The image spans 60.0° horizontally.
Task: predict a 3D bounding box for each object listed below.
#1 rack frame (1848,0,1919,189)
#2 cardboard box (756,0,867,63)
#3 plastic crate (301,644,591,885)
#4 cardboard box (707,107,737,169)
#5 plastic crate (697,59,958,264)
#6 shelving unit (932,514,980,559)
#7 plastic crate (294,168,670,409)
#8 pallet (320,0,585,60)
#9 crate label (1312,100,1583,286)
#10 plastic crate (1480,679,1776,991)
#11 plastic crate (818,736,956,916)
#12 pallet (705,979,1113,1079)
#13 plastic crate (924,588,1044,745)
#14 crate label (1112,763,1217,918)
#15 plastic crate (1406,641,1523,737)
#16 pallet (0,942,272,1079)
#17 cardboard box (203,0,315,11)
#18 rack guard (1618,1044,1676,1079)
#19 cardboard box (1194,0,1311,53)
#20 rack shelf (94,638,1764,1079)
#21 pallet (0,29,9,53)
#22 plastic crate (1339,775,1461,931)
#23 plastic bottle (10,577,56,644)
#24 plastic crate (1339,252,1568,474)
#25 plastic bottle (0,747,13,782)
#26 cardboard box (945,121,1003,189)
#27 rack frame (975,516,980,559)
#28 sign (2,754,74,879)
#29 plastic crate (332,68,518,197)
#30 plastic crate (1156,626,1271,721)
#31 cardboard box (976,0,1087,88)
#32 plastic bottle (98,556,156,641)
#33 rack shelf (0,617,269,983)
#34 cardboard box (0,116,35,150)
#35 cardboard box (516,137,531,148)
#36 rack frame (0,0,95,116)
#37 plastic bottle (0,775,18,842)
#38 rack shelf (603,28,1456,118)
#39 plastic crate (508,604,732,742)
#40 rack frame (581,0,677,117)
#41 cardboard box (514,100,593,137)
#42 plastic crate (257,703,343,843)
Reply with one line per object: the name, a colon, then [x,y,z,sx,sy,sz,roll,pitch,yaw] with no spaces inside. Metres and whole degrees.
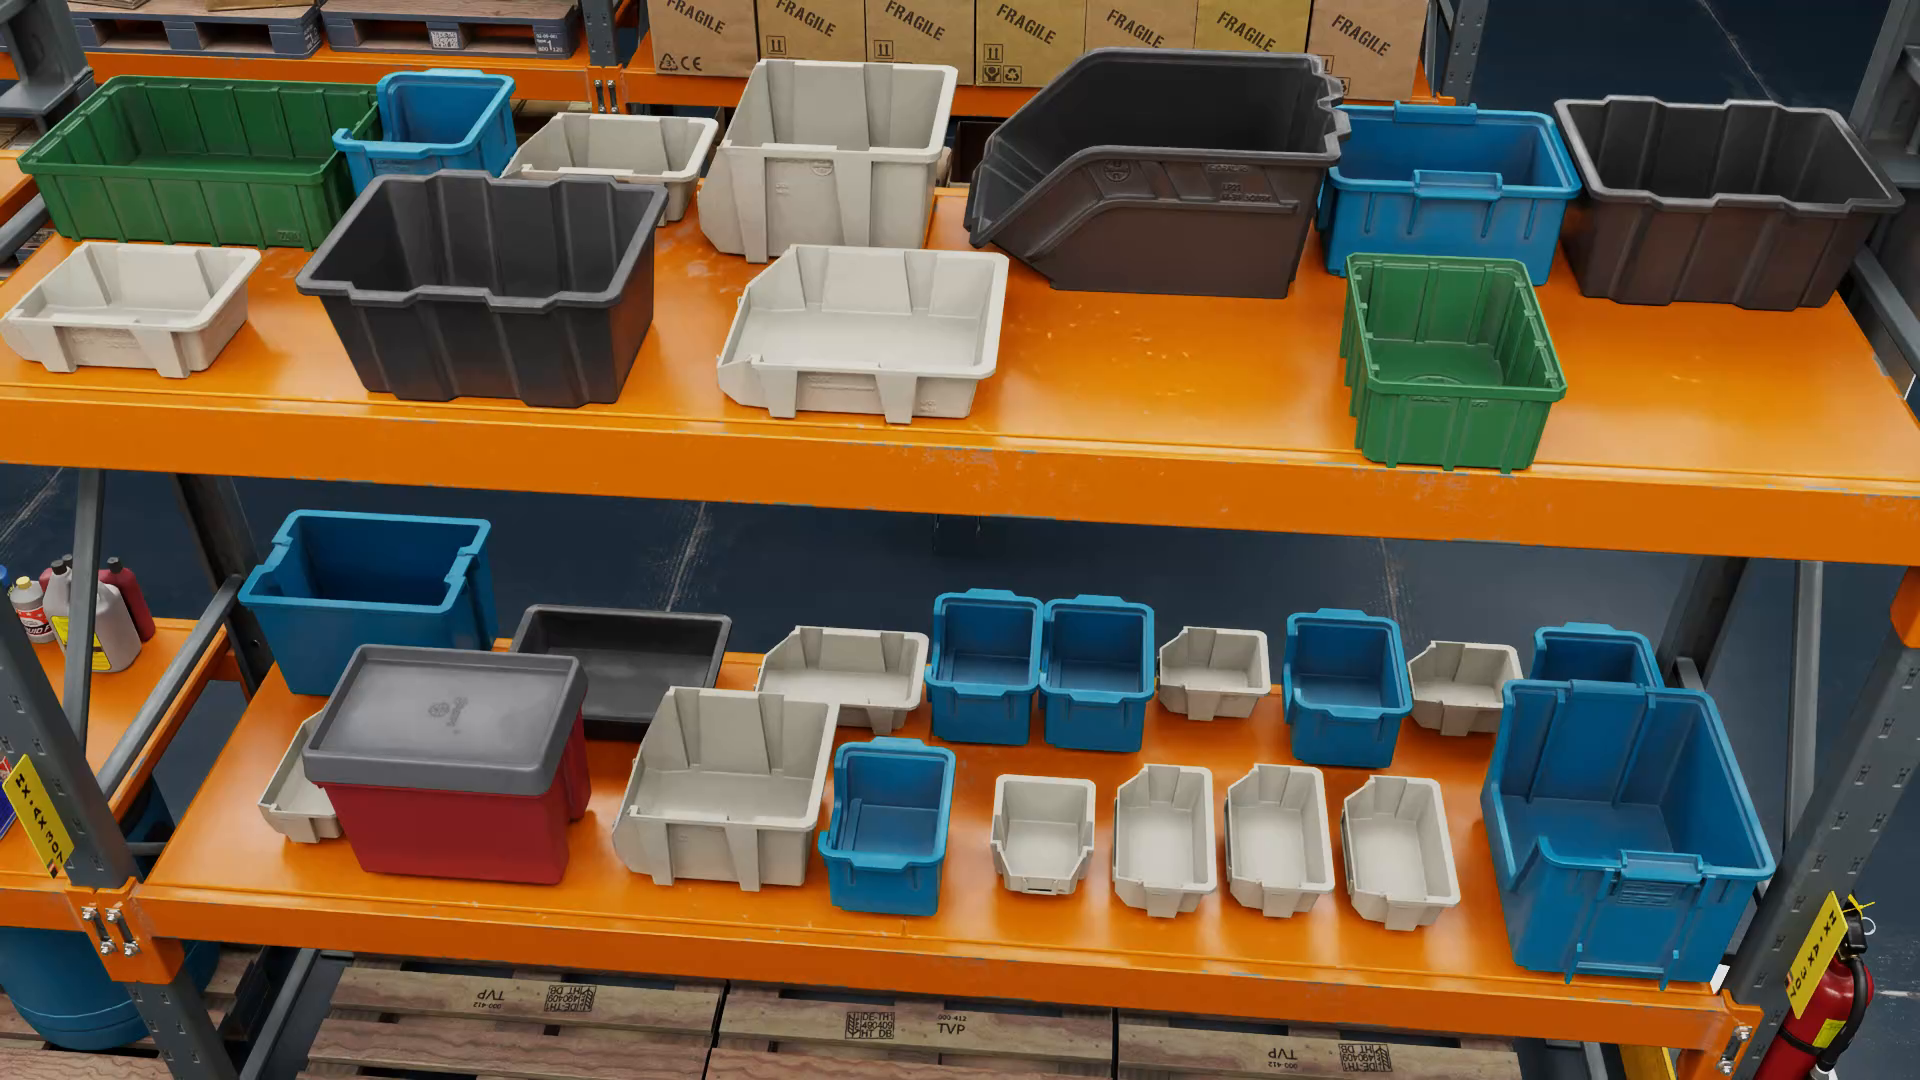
rack frame: [1.896,-1.702,2.213,0.127,3.000,1.000,3,39,4]
cardboard box: [-0.663,-2.522,7.893,0.500,0.500,0.500,4,39,5]
plastic crate: [-1.221,0.565,4.082,0.583,0.464,0.402,3,39,4]
cardboard box: [-1.065,-2.057,9.033,0.500,0.500,0.500,3,39,4]
plastic crate: [-0.285,-0.808,3.584,0.530,0.282,0.437,3,39,4]
shelving unit: [-0.014,-0.466,6.872,0.189,1.200,0.258,3,39,4]
plastic crate: [-0.875,-0.466,3.174,0.590,0.269,0.497,3,39,4]
pallet: [-2.444,-2.746,8.400,1.213,0.211,1.003,3,39,4]
crate label: [1.005,-0.735,3.518,0.502,0.251,0.408,3,39,4]
plastic crate: [1.547,0.687,3.955,0.499,0.435,0.616,3,39,4]
plastic crate: [-0.172,0.716,4.080,0.300,0.233,0.416,3,39,4]
pallet: [-0.134,1.569,5.156,1.213,0.211,1.003,3,39,4]
plastic crate: [0.068,0.358,4.520,0.300,0.233,0.416,3,39,4]
crate label: [0.501,0.748,4.116,0.243,0.136,0.396,3,39,4]
plastic crate: [1.366,0.413,4.527,0.298,0.136,0.250,3,39,4]
pallet: [-2.854,1.420,5.338,1.213,0.211,1.003,3,39,4]
cardboard box: [-3.423,-2.967,8.108,0.500,0.500,0.700,-6,40,-8]
rack guard: [1.922,1.587,4.904,0.348,0.500,1.175,3,39,4]
cardboard box: [1.341,-2.409,7.754,0.500,0.500,0.500,3,39,4]
rack shelf: [-0.096,0.795,4.468,4.000,0.370,1.077,3,39,4]
pallet: [-4.961,-2.859,8.538,1.003,0.211,1.213,3,39,4]
plastic crate: [1.068,0.773,4.086,0.243,0.136,0.396,3,39,4]
plastic bottle: [-2.667,0.193,4.794,0.097,0.201,0.097,0,39,0]
plastic crate: [0.889,-0.331,3.072,0.336,0.188,0.450,3,39,4]
plastic bottle: [-2.517,0.586,4.311,0.097,0.201,0.097,0,39,0]
cardboard box: [0.215,-1.812,8.729,0.637,0.503,0.797,3,39,4]
rack frame: [0.077,-0.461,6.866,0.006,1.200,0.240,3,39,4]
sign: [-2.138,0.645,3.862,0.005,0.325,0.100,3,39,4]
plastic crate: [-1.154,-0.843,3.666,0.300,0.233,0.416,3,39,4]
plastic crate: [0.691,0.377,4.573,0.298,0.136,0.250,3,39,4]
cardboard box: [0.342,-2.467,7.825,0.500,0.500,0.500,3,39,3]
plastic bottle: [-2.417,0.164,4.765,0.133,0.283,0.061,3,39,4]
rack shelf: [-4.081,0.577,4.735,4.000,0.370,1.077,3,39,4]
cardboard box: [-5.214,-1.923,8.868,0.500,0.500,0.500,5,39,6]
cardboard box: [-2.174,-1.756,8.663,0.500,0.500,0.500,3,39,4]
rack frame: [-2.089,-1.920,2.480,0.127,3.000,1.000,3,39,4]
plastic bottle: [-2.509,0.637,4.190,0.135,0.276,0.152,3,39,4]
rack shelf: [0.335,-2.321,8.295,4.000,0.370,1.077,3,39,4]
plastic crate: [-0.950,0.382,4.575,0.590,0.125,0.437,3,39,4]
rack frame: [-1.658,-2.708,8.201,0.127,3.000,1.000,3,39,4]
cardboard box: [-2.118,-2.089,9.072,0.500,0.500,0.500,1,39,2]
plastic crate: [-1.637,0.601,4.297,0.243,0.136,0.396,3,39,4]
